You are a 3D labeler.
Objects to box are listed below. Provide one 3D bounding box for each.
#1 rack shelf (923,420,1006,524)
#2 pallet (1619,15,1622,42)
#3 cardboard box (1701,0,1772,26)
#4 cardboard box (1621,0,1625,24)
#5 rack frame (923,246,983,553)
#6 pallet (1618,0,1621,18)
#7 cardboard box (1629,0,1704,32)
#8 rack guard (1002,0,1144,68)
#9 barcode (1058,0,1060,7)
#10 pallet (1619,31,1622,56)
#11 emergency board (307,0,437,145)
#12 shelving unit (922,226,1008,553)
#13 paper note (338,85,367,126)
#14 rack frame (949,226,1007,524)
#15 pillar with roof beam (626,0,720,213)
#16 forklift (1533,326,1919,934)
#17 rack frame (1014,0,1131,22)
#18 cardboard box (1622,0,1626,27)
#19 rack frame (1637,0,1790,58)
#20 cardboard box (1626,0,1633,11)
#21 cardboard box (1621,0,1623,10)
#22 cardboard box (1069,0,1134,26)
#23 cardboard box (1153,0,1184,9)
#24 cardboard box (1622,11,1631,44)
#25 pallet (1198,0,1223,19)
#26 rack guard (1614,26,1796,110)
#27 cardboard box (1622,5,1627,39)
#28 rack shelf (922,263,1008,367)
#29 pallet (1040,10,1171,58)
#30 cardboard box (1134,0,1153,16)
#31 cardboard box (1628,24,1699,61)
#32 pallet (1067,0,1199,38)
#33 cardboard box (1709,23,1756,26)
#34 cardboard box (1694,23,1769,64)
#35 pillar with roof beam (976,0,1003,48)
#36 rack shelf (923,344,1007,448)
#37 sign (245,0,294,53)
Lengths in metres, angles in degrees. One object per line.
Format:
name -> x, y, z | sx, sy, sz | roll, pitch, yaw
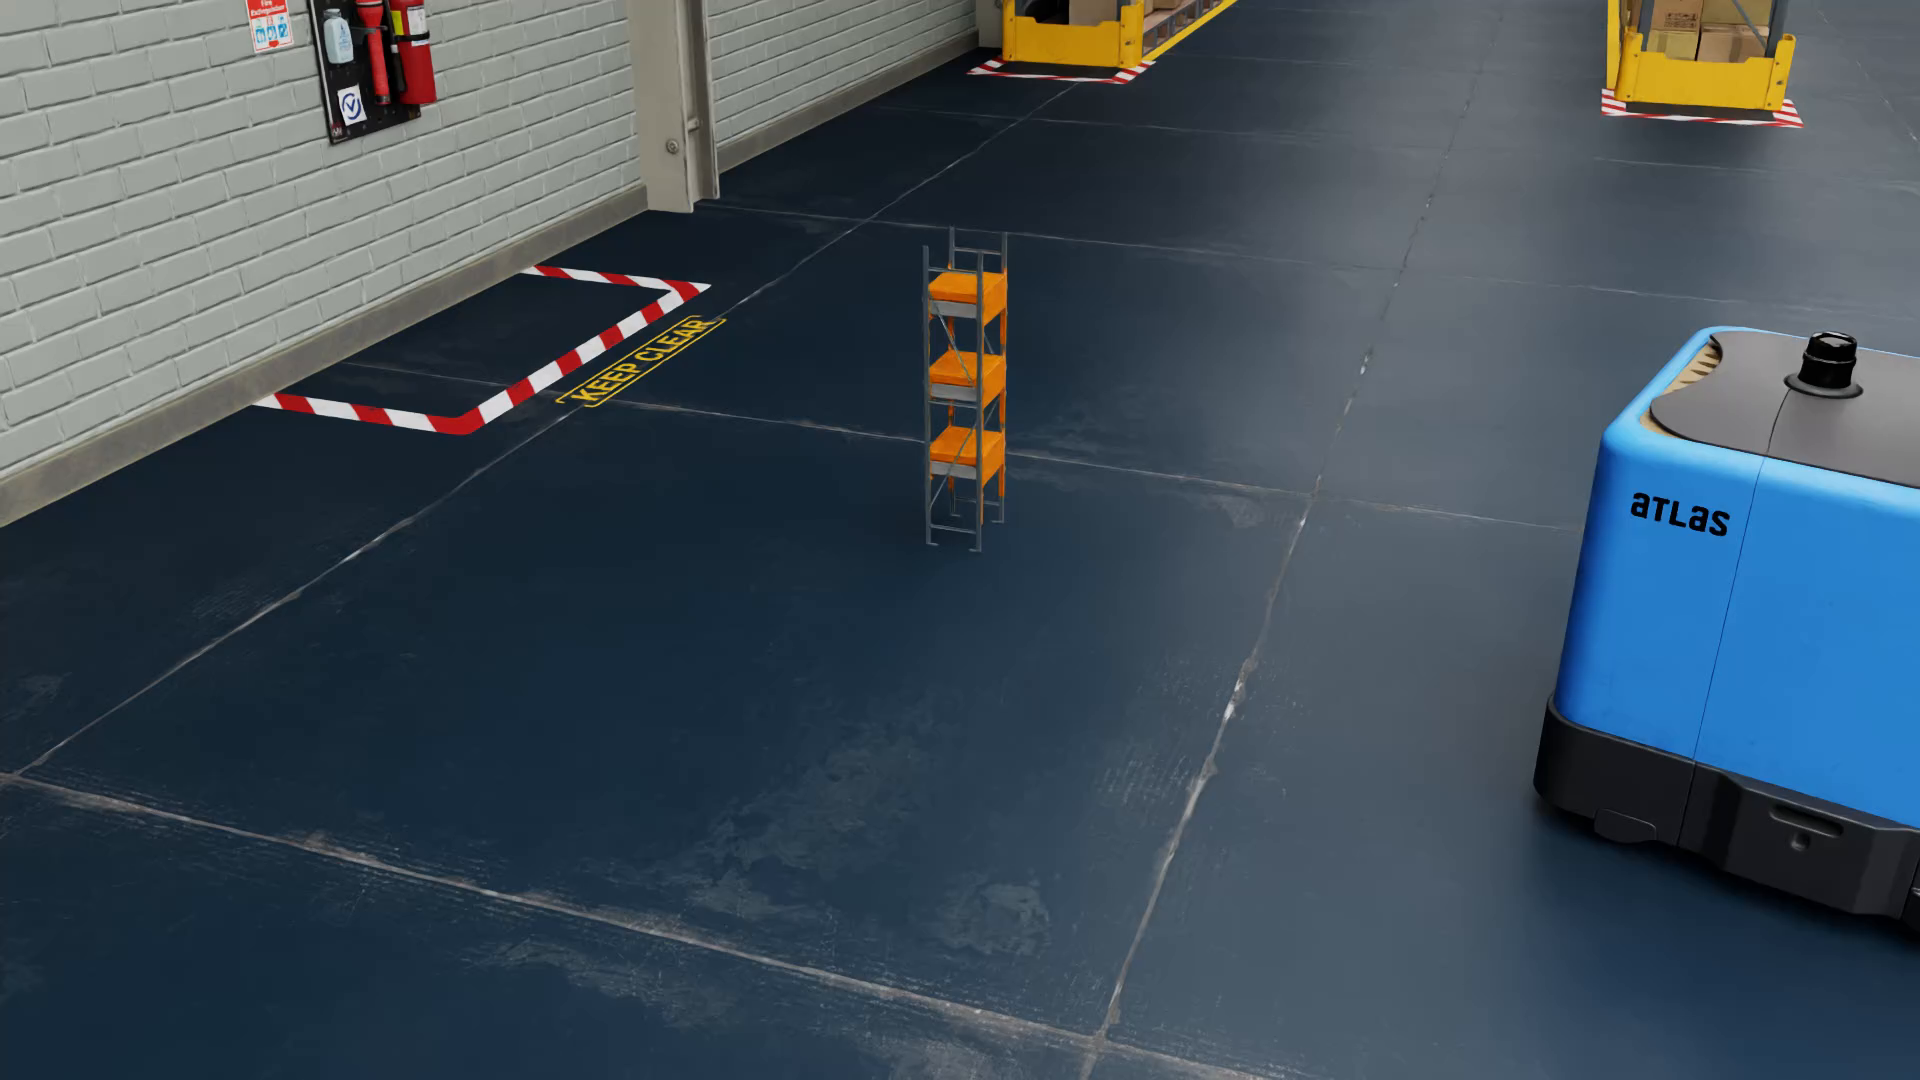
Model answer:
rack shelf -> 0.018, -0.235, 5.692 | 0.215, 0.259, 0.240 | 9, 27, 17
pallet -> 6.626, -4.759, 15.337 | 1.003, 0.211, 1.213 | 9, 27, 17
cardboard box -> 6.151, -4.374, 13.154 | 0.500, 0.500, 0.500 | 9, 27, 17
cardboard box -> 6.147, -4.730, 14.751 | 0.500, 0.250, 0.500 | 9, 27, 17
rack frame -> -0.023, -0.444, 5.463 | 0.200, 1.050, 0.008 | 9, 27, 17
pallet -> 7.138, -5.388, 16.636 | 1.003, 0.211, 1.213 | 9, 27, 17
cardboard box -> 5.496, -4.243, 12.885 | 0.500, 0.500, 0.500 | 9, 27, 17
rack guard -> 0.951, -4.314, 14.086 | 1.175, 0.500, 0.348 | 9, 27, 17
barcode -> 0.870, -4.736, 14.661 | 0.001, 0.075, 0.075 | 9, 27, 17
pallet -> 6.221, -4.256, 14.298 | 1.003, 0.211, 1.213 | 9, 27, 17
emergency board -> -2.512, -2.345, 7.152 | 0.194, 1.169, 0.643 | 9, 27, 17
shelving unit -> 0.018, -0.495, 5.567 | 0.215, 1.050, 0.252 | 9, 27, 17
paper note -> -2.636, -1.886, 7.214 | 0.016, 0.148, 0.142 | 9, 27, 17
rack frame -> 0.058, -0.545, 5.670 | 0.200, 1.050, 0.008 | 9, 27, 17
pillar with roof beam -> 2.406, -5.431, 6.641 | 9.100, 9.000, 0.400 | 9, 27, 17
forklift -> 2.974, -0.412, 3.237 | 3.031, 2.935, 1.130 | 17, 31, 31
rack frame -> 0.926, -5.408, 13.477 | 1.000, 3.000, 0.127 | 9, 27, 17
cardboard box -> 5.986, -4.524, 14.325 | 0.500, 0.250, 0.500 | 9, 27, 17
rack frame -> 5.599, -4.691, 11.996 | 1.000, 3.000, 0.127 | 9, 27, 17
cardboard box -> 5.815, -4.657, 13.738 | 0.500, 0.500, 0.500 | 9, 27, 17
cardboard box -> 6.318, -4.935, 15.174 | 0.500, 0.250, 0.500 | 9, 27, 17
cardboard box -> 1.241, -4.667, 14.527 | 0.500, 0.311, 0.500 | 6, 26, 12
cardboard box -> 1.722, -5.281, 15.578 | 0.700, 0.500, 0.500 | 7, 27, 14
cardboard box -> 5.654, -4.113, 13.476 | 0.500, 0.250, 0.500 | 9, 27, 17
pallet -> 2.067, -5.515, 16.899 | 1.003, 0.211, 1.213 | 9, 27, 17
rack guard -> 5.591, -3.556, 12.521 | 1.175, 0.500, 0.348 | 9, 27, 17
cardboard box -> 5.818, -4.319, 13.901 | 0.500, 0.250, 0.500 | 9, 27, 17
rack shelf -> 0.018, -0.740, 5.448 | 0.215, 0.259, 0.240 | 9, 27, 17
pallet -> 1.255, -4.513, 14.828 | 1.003, 0.211, 1.213 | 9, 27, 17
cardboard box -> 1.431, -4.901, 15.011 | 0.500, 0.311, 0.500 | 11, 28, 22
cardboard box -> 5.498, -3.906, 13.048 | 0.500, 0.250, 0.500 | 9, 27, 17
pallet -> 1.663, -5.012, 15.860 | 1.003, 0.211, 1.213 | 9, 27, 17
cardboard box -> 6.150, -4.037, 13.318 | 0.500, 0.250, 0.500 | 9, 27, 17
cardboard box -> 5.987, -3.831, 12.893 | 0.500, 0.250, 0.500 | 9, 27, 17
pillar with roof beam -> 4.403, -7.897, 11.733 | 9.100, 9.000, 0.400 | 9, 27, 17
rack shelf -> 0.018, -0.485, 5.571 | 0.215, 0.259, 0.240 | 9, 27, 17
sign -> -2.793, -2.149, 6.705 | 0.001, 0.329, 0.234 | 9, 27, 17
